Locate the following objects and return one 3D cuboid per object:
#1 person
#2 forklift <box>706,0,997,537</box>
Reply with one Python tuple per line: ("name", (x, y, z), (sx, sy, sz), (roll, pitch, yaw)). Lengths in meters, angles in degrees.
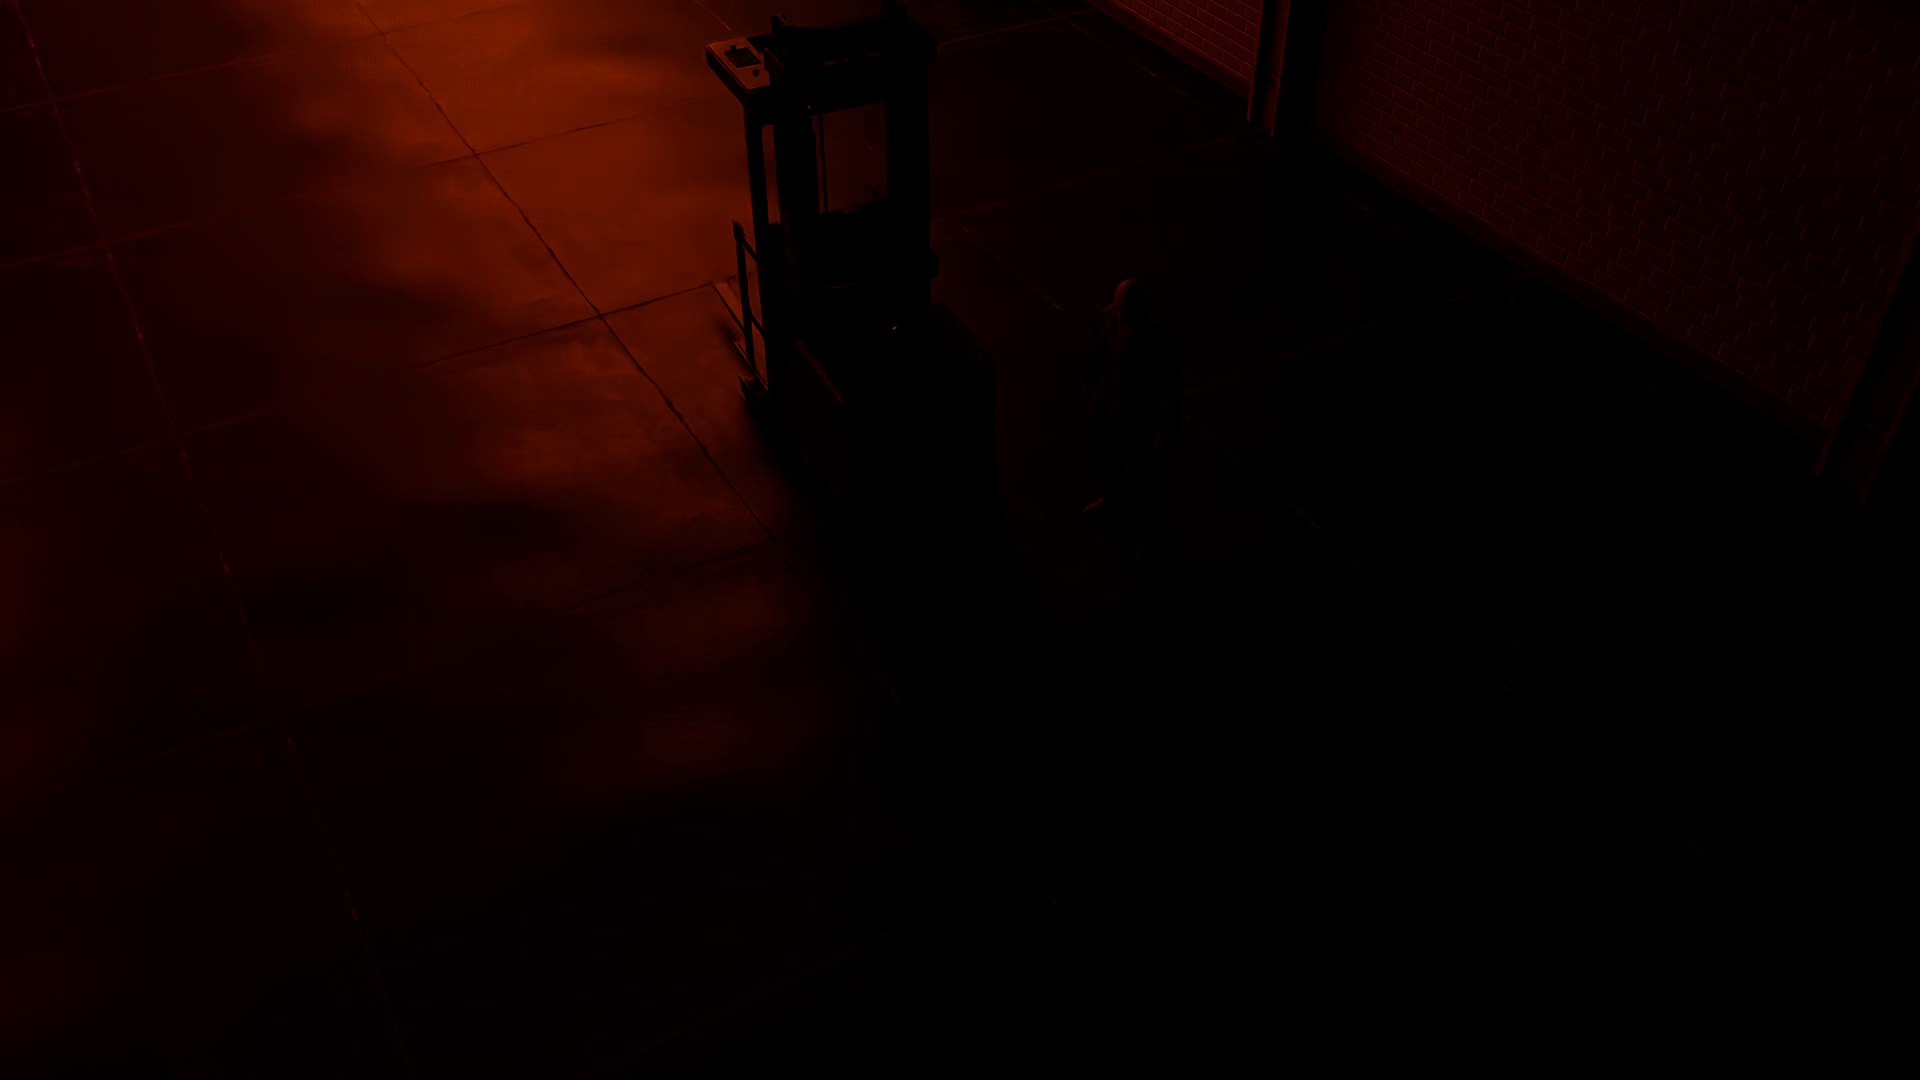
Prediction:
("person", (0.989, -0.790, 9.914), (0.440, 1.752, 0.832), (-30, 48, -31))
("forklift", (-0.860, -2.087, 10.552), (1.130, 2.935, 3.031), (-17, 43, -20))
